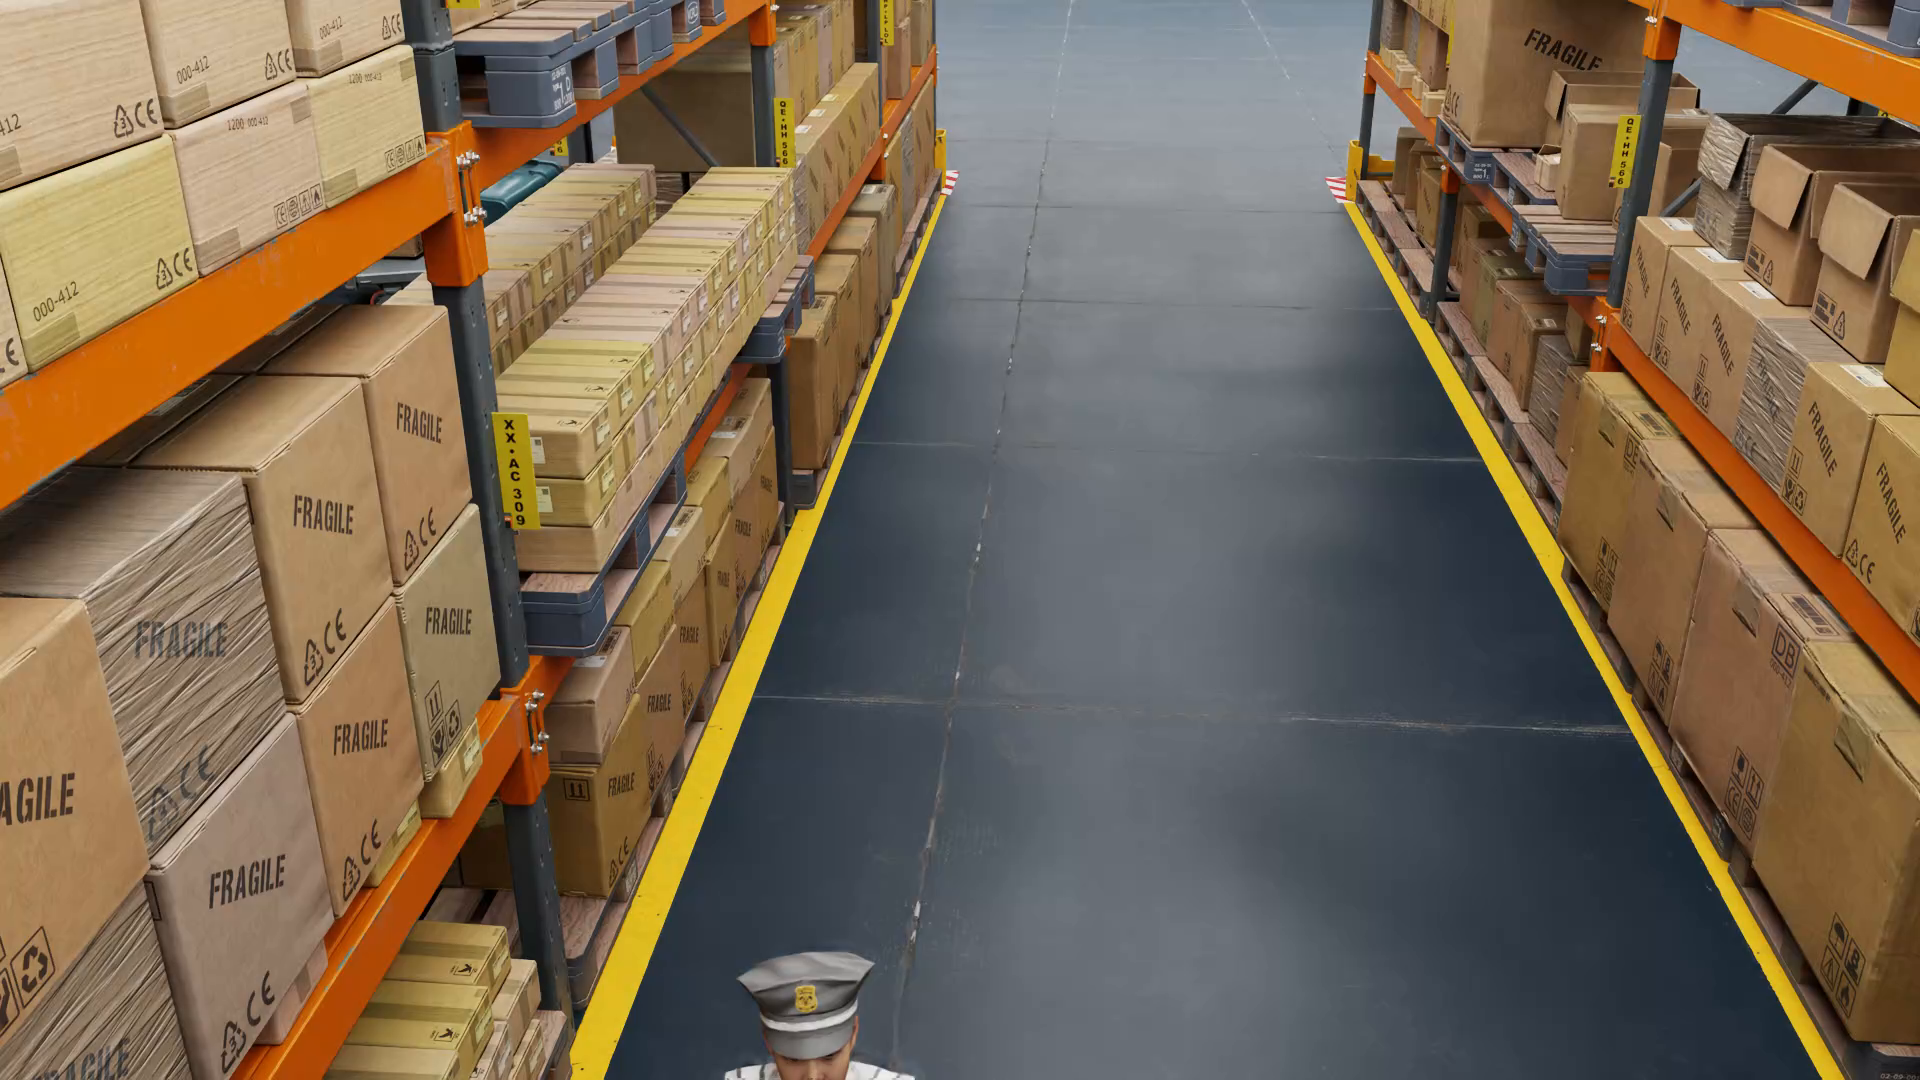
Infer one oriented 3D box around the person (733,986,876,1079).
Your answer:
[{"bbox_3d":[-0.283,1.585,3.104,0.481,1.671,0.875,2,25,5],"label":"person"}]
